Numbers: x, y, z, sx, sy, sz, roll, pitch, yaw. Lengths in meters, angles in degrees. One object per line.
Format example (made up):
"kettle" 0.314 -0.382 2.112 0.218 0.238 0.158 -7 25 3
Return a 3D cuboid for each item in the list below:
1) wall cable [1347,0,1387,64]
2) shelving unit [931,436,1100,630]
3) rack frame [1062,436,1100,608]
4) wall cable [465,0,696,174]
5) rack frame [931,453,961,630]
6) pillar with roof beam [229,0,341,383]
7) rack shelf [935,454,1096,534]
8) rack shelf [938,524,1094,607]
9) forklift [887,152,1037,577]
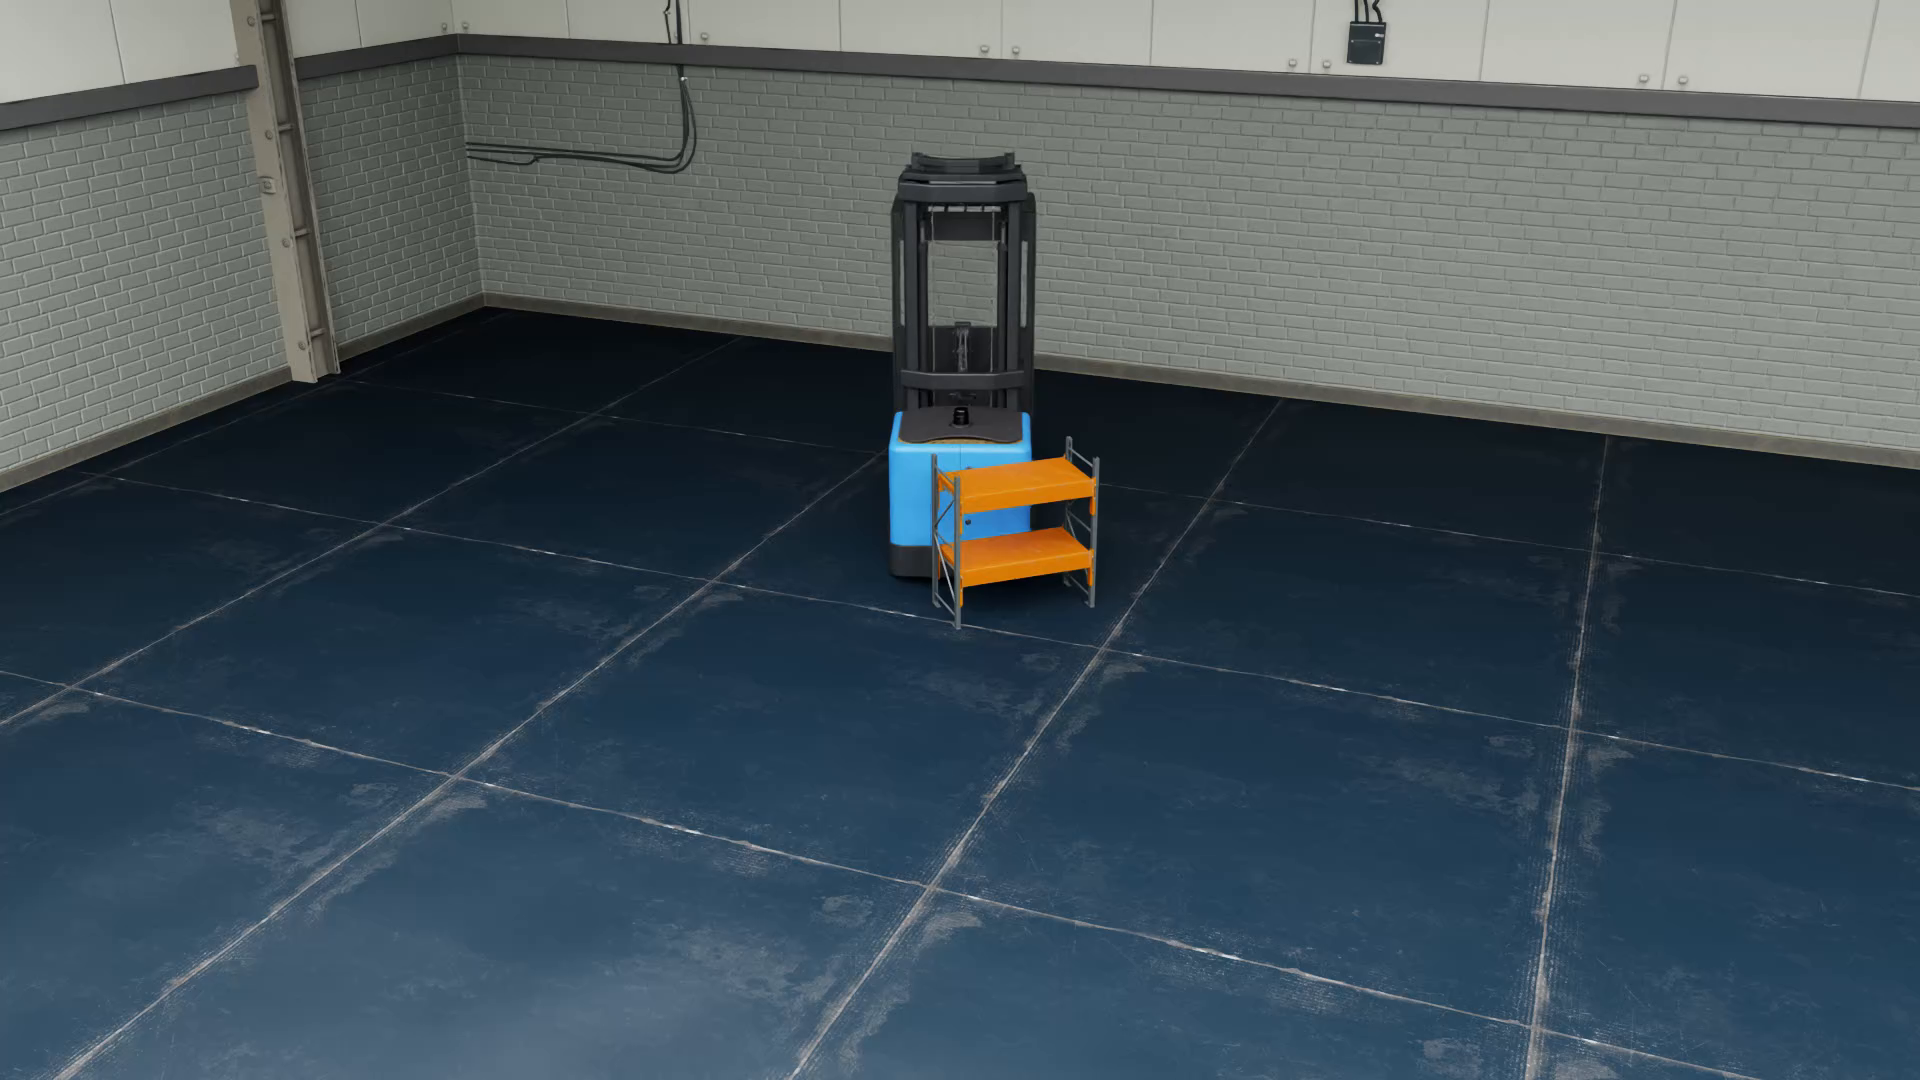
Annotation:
"wall cable" 4.551 -6.896 13.395 2.305 6.003 0.169 9 24 20
"shelving unit" 0.378 -0.057 11.649 1.048 1.125 0.538 -8 24 -19
"rack frame" 0.854 -0.126 11.814 0.032 1.125 0.500 -8 24 -19
"wall cable" -4.258 -5.259 17.916 3.097 2.526 0.112 9 24 20
"rack frame" -0.097 0.012 11.484 0.032 1.125 0.500 -8 24 -19
"pillar with roof beam" -2.583 -5.211 13.771 9.100 9.000 0.400 9 24 20
"rack shelf" 0.378 -0.327 11.536 1.000 0.278 0.538 -8 24 -19
"rack shelf" 0.378 0.169 11.743 1.000 0.278 0.538 -8 24 -19
"forklift" 0.033 -1.601 13.004 1.130 2.935 3.031 0 23 1
